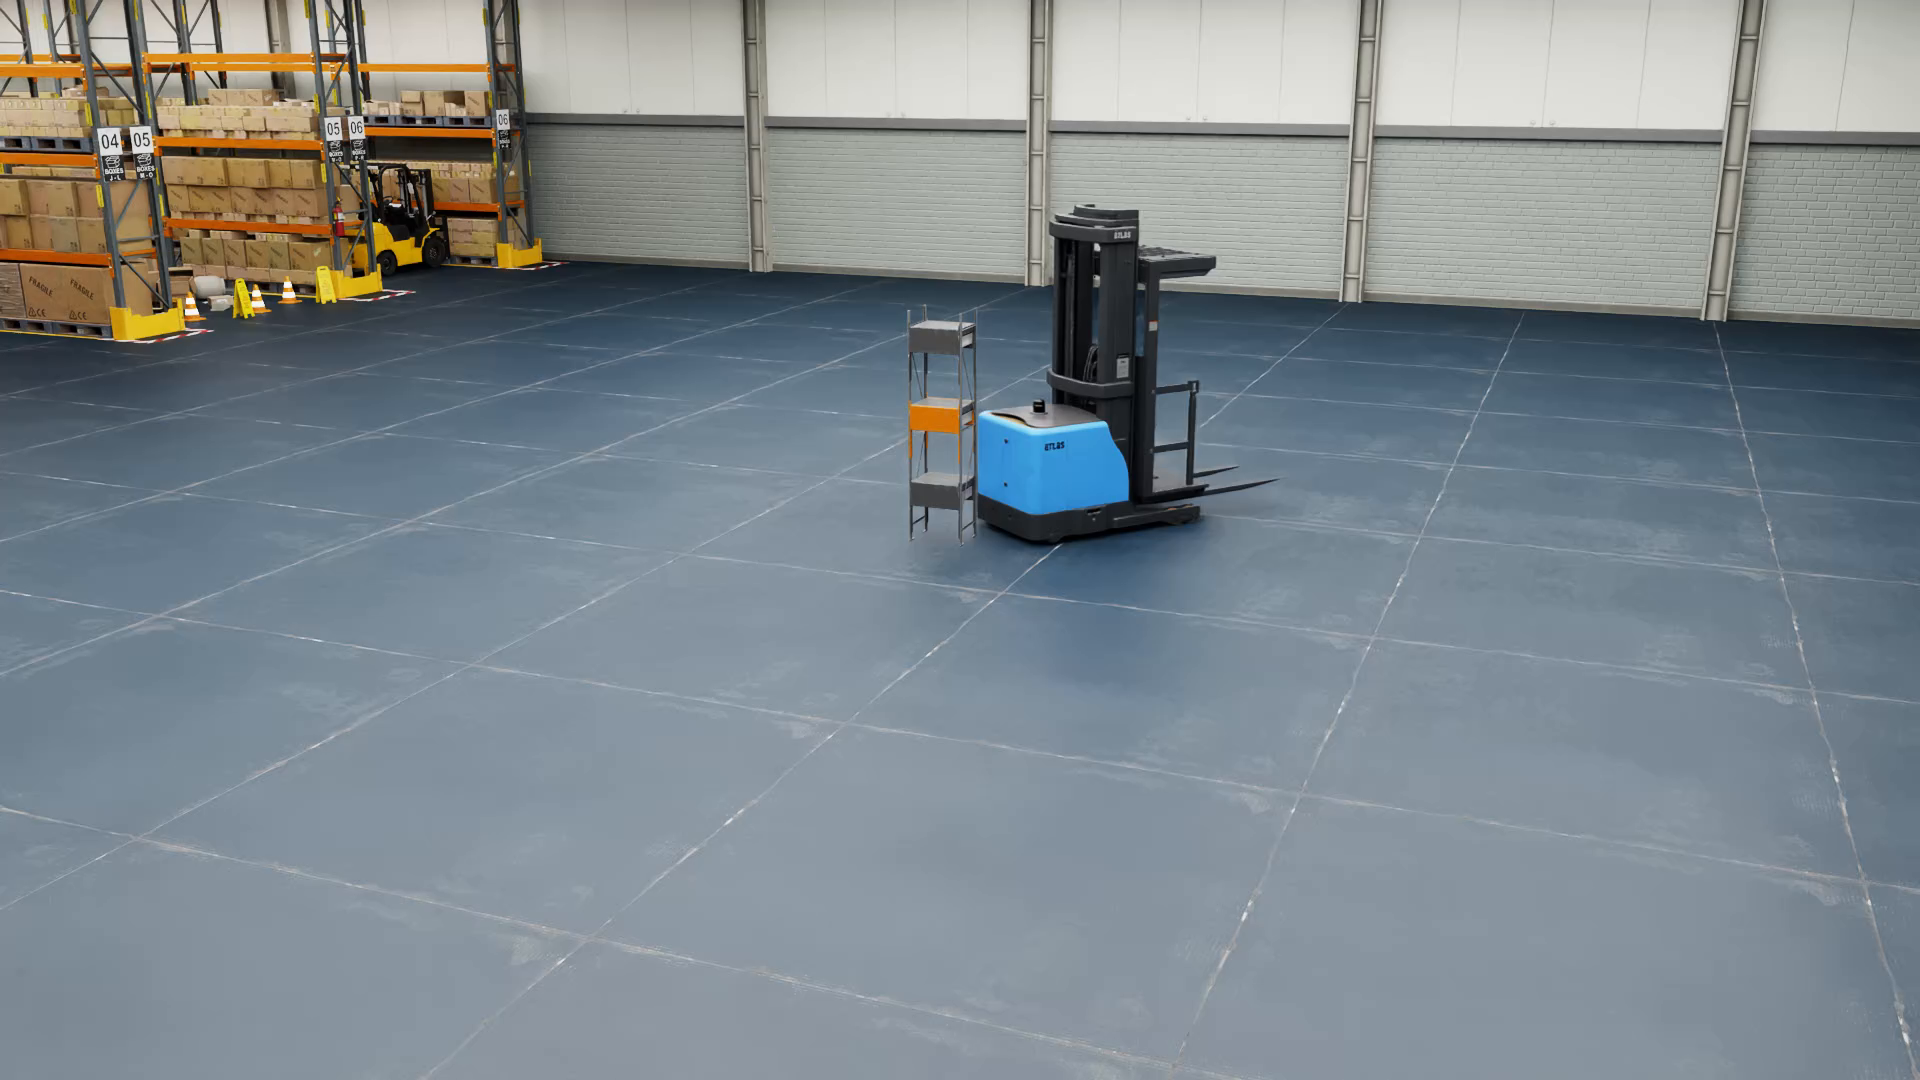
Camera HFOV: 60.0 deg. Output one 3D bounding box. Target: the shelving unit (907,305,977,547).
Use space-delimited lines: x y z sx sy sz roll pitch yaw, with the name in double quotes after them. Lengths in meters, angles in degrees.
-0.154 -1.025 14.939 0.503 2.100 0.431 6 17 21 "shelving unit"

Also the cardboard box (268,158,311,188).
-12.199 -6.727 30.460 0.500 0.500 0.700 6 17 21 "cardboard box"

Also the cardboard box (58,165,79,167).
-17.608 -7.193 33.106 0.500 0.500 0.500 6 17 20 "cardboard box"

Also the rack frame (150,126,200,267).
-14.897 -6.416 31.894 0.127 3.000 1.000 6 17 21 "rack frame"

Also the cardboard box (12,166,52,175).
-18.284 -7.112 32.825 0.500 0.500 0.500 6 17 19 "cardboard box"

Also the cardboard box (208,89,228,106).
-16.216 -9.714 36.762 0.500 0.500 0.500 6 17 21 "cardboard box"

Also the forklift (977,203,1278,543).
1.682 -1.662 15.643 3.031 2.935 1.130 -9 19 -29 "forklift"

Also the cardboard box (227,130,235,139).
-13.260 -7.482 30.637 0.250 0.149 0.380 6 17 21 "cardboard box"

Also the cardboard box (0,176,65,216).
-14.786 -5.497 26.522 0.500 0.550 0.875 6 17 21 "cardboard box"

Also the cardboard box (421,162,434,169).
-11.198 -7.934 35.248 0.250 0.149 0.380 7 17 21 "cardboard box"

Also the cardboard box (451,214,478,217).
-10.663 -6.858 35.803 0.500 0.250 0.500 6 17 20 "cardboard box"

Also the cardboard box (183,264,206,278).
-14.447 -5.167 31.770 0.500 0.250 0.500 5 17 18 "cardboard box"

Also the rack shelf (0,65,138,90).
-14.759 -7.261 26.051 4.000 0.370 1.077 6 17 21 "rack shelf"

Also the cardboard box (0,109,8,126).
-14.856 -6.606 25.971 0.500 0.250 0.500 6 17 21 "cardboard box"

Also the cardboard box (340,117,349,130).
-11.546 -7.639 30.461 0.500 0.250 0.500 6 17 20 "cardboard box"

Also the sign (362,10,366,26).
-12.853 -11.251 35.829 0.005 0.325 0.100 6 17 21 "sign"

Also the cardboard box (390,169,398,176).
-11.939 -7.845 35.475 0.250 0.149 0.380 6 17 20 "cardboard box"

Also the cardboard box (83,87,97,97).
-20.211 -10.420 38.548 0.258 0.266 0.396 6 17 20 "cardboard box"

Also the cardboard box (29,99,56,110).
-14.047 -6.690 25.545 0.250 0.149 0.380 7 17 22 "cardboard box"

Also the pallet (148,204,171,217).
-15.554 -6.440 32.320 1.213 0.211 1.003 6 17 21 "pallet"

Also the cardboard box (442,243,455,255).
-10.832 -6.249 35.497 0.500 0.250 0.500 6 17 21 "cardboard box"

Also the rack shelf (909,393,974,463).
-0.154 -1.012 14.943 0.480 0.518 0.431 6 17 21 "rack shelf"

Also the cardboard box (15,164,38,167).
-18.987 -7.467 33.543 0.500 0.500 0.500 6 17 19 "cardboard box"

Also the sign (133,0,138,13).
-12.689 -8.262 25.532 0.005 0.325 0.100 6 17 21 "sign"

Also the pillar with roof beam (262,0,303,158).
-16.836 -9.978 33.403 0.400 9.000 9.100 6 17 21 "pillar with roof beam"

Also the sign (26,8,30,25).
-18.428 -10.335 32.814 0.005 0.325 0.100 6 17 21 "sign"

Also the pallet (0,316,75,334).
-14.802 -3.560 27.059 1.213 0.211 1.003 6 17 21 "pallet"

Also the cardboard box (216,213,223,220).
-13.732 -6.095 31.239 0.250 0.149 0.380 6 17 20 "cardboard box"

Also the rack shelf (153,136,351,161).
-13.036 -7.307 30.872 4.000 0.370 1.077 6 17 21 "rack shelf"

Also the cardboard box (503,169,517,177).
-9.578 -7.756 35.168 0.250 0.149 0.380 6 17 19 "cardboard box"

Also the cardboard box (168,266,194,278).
-14.399 -4.754 30.649 0.500 0.500 0.500 -9 18 -27 "cardboard box"

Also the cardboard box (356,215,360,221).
-12.744 -6.934 36.065 0.500 0.250 0.500 6 17 20 "cardboard box"

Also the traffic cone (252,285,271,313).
-12.140 -4.175 28.726 0.334 0.463 0.336 6 17 21 "traffic cone"

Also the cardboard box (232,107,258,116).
-13.038 -7.816 30.356 0.250 0.149 0.380 7 18 22 "cardboard box"

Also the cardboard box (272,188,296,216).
-12.246 -6.234 30.555 0.500 0.500 0.500 6 17 21 "cardboard box"

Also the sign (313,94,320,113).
-11.398 -7.731 29.454 0.005 0.325 0.100 6 17 21 "sign"

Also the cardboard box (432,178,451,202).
-10.868 -7.433 35.217 0.500 0.500 0.500 6 17 20 "cardboard box"

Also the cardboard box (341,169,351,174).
-13.478 -8.041 36.148 0.250 0.149 0.380 7 18 23 "cardboard box"

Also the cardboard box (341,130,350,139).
-11.365 -7.445 30.509 0.250 0.149 0.380 6 17 21 "cardboard box"

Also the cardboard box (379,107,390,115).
-12.058 -9.070 35.174 0.250 0.149 0.380 7 18 22 "cardboard box"

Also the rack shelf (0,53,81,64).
-22.382 -11.261 39.118 4.000 0.370 1.077 6 17 21 "rack shelf"

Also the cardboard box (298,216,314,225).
-11.879 -5.866 30.451 0.250 0.149 0.380 6 17 20 "cardboard box"

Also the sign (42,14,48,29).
-20.737 -11.751 37.693 0.005 0.325 0.100 6 17 21 "sign"

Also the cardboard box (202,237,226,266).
-13.945 -5.475 31.487 0.500 0.500 0.500 7 18 23 "cardboard box"

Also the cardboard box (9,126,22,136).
-14.513 -6.359 25.834 0.250 0.149 0.380 6 17 21 "cardboard box"

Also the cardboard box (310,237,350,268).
-11.847 -5.405 31.244 0.500 0.500 0.500 6 17 19 "cardboard box"

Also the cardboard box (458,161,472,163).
-10.553 -7.995 35.458 0.250 0.149 0.380 7 18 22 "cardboard box"
